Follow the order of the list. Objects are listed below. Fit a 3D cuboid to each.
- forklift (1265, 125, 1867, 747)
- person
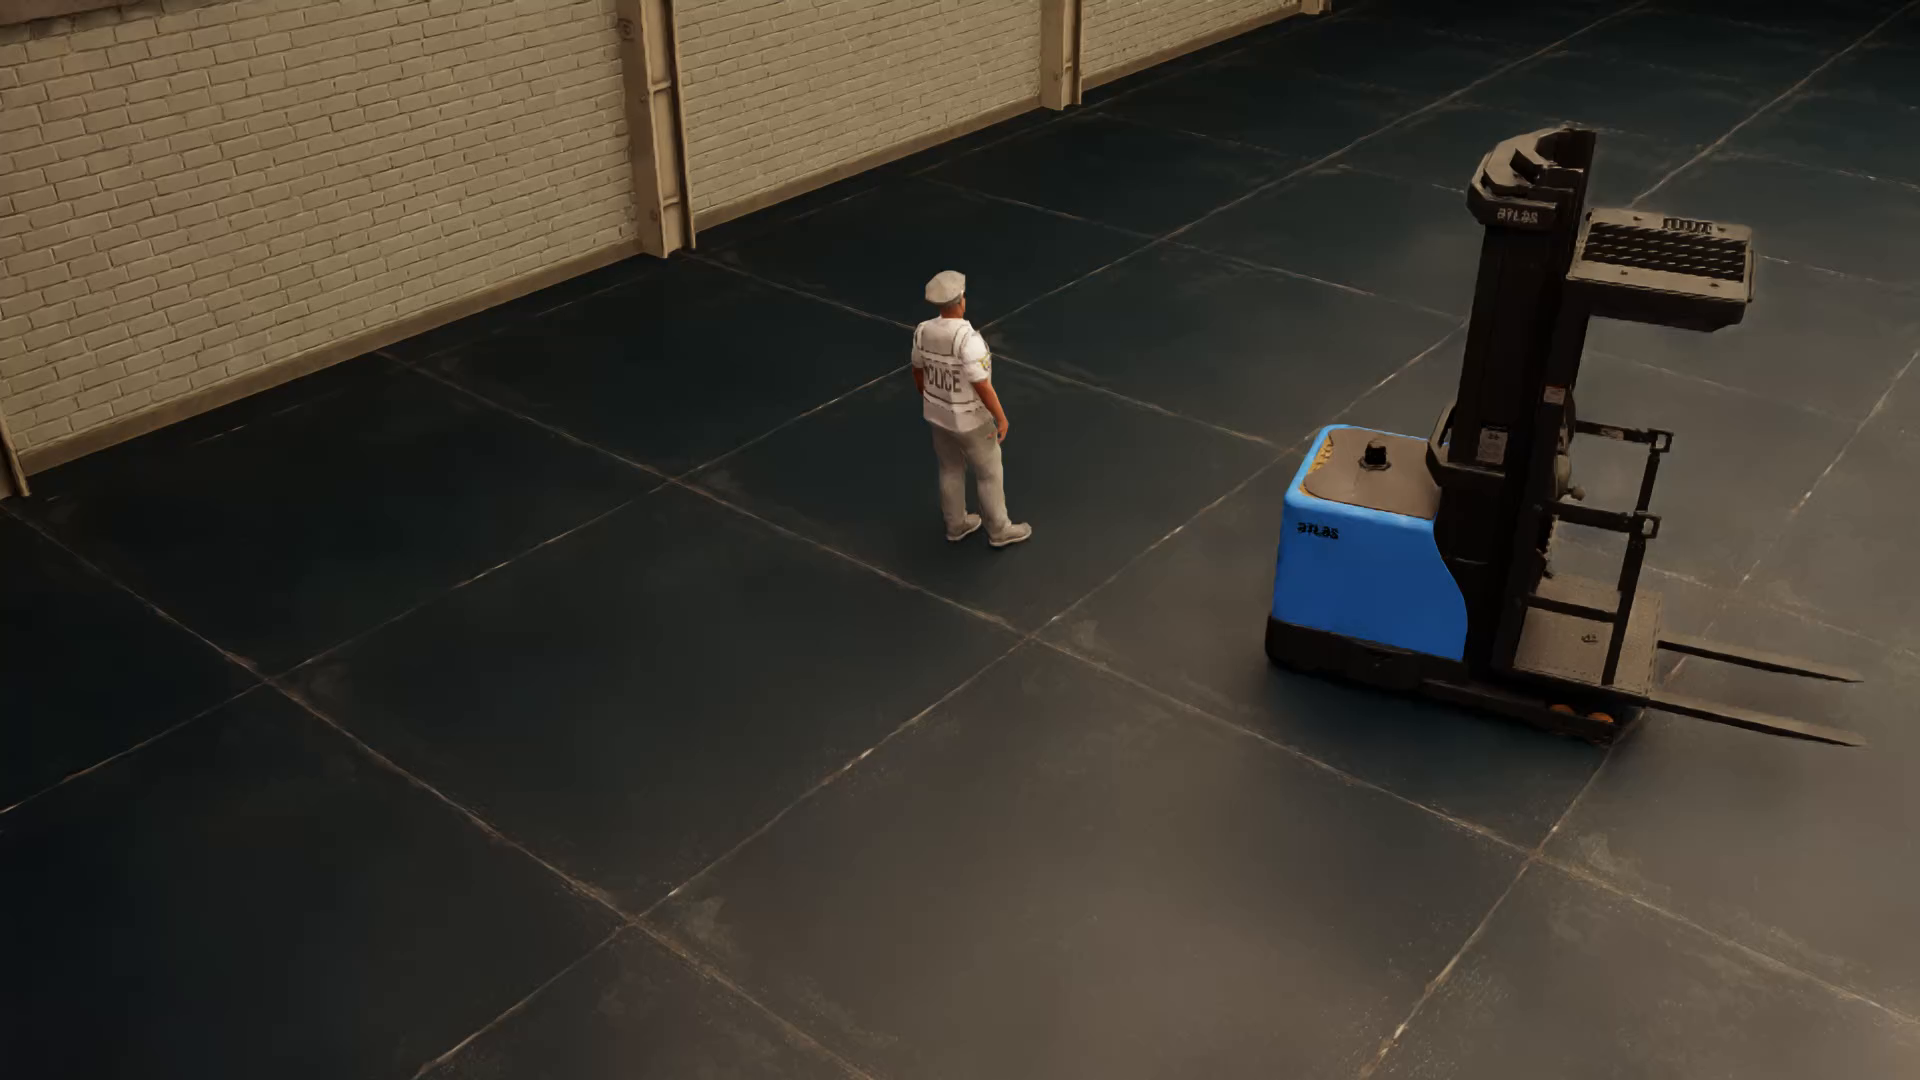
[{"bbox_3d":[3.272,-0.503,8.456,3.031,2.935,1.130,12,33,20],"label":"forklift"},{"bbox_3d":[0.058,-0.802,10.093,0.640,1.778,0.574,22,37,33],"label":"person"}]
